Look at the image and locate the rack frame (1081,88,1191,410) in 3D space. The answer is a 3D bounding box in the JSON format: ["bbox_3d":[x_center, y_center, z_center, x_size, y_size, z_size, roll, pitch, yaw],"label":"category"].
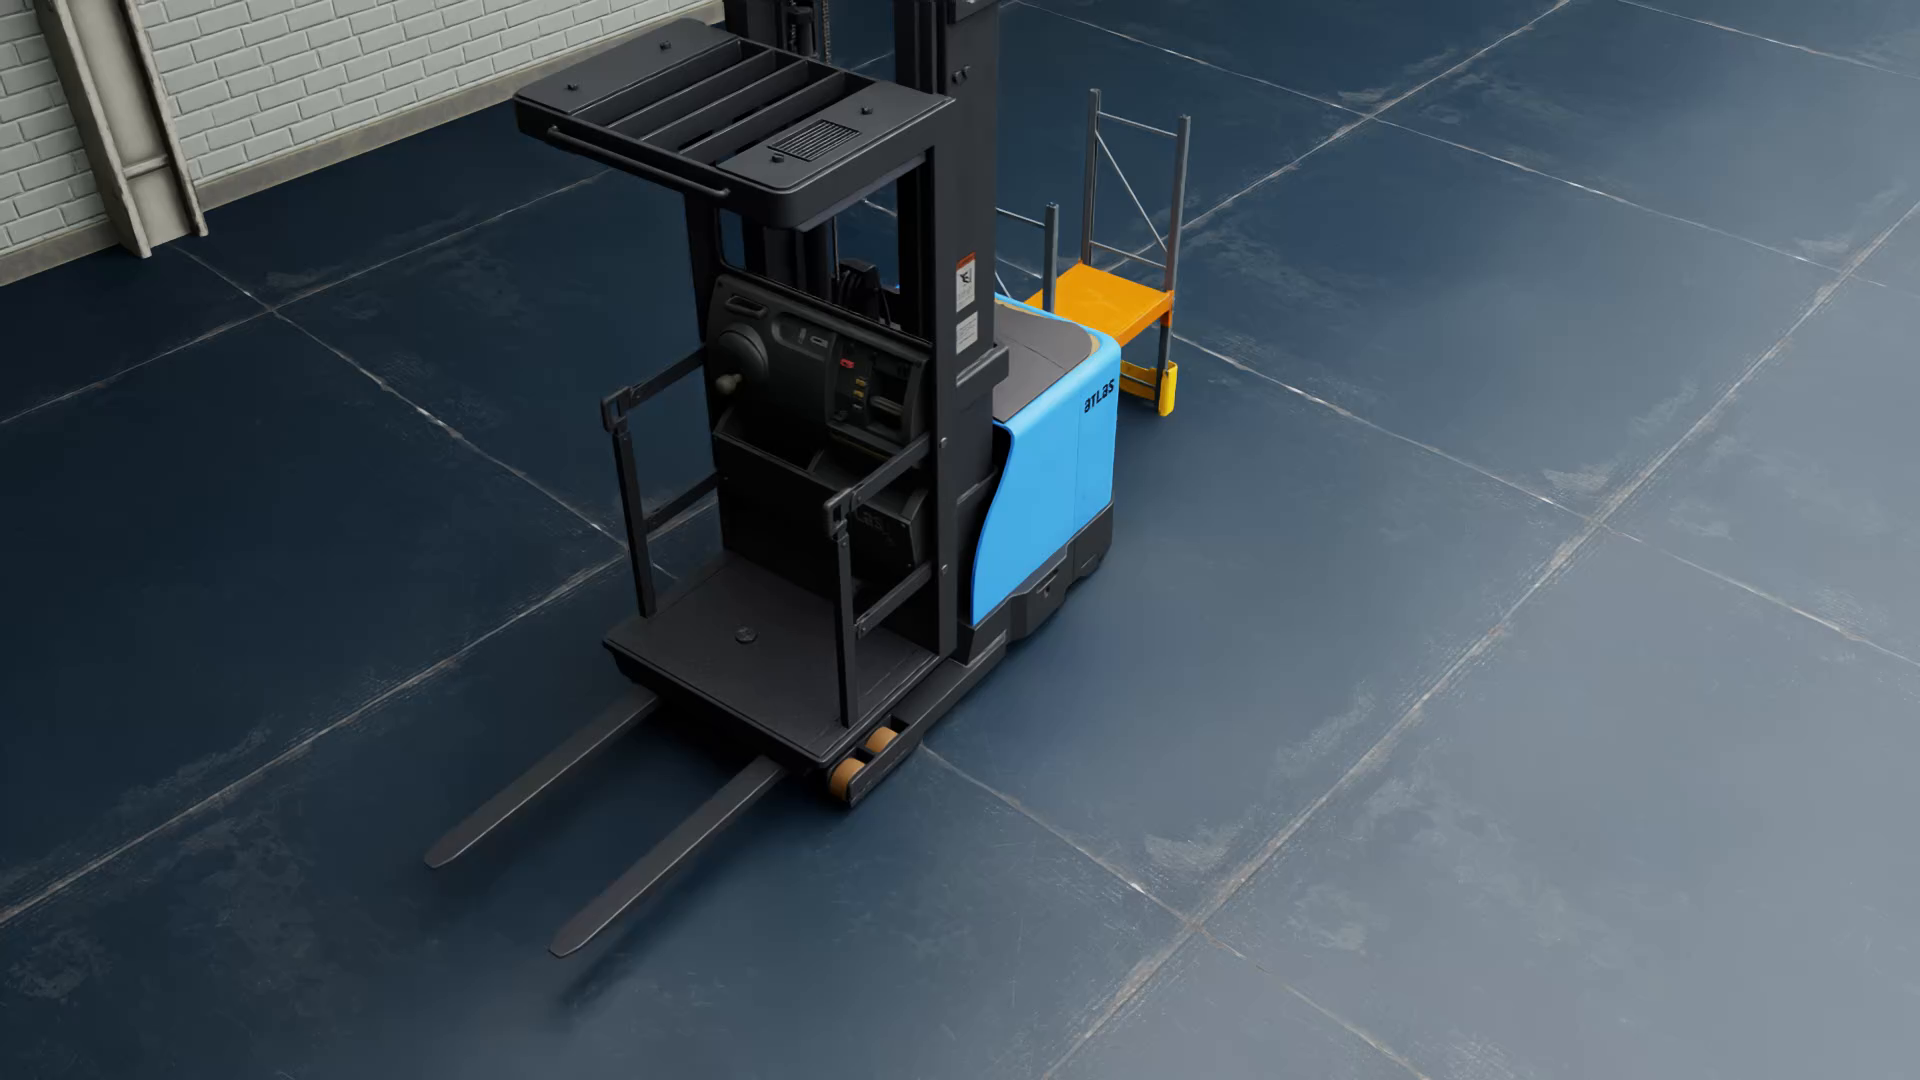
[{"bbox_3d":[0.780,-1.311,7.694,0.500,1.500,0.032,25,45,28],"label":"rack frame"}]

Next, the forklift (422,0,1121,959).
[{"bbox_3d":[-0.629,-0.537,5.570,1.130,2.935,3.031,25,45,28],"label":"forklift"}]

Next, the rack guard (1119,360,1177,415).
[{"bbox_3d":[0.779,-0.821,8.082,0.587,0.250,0.087,25,45,28],"label":"rack guard"}]

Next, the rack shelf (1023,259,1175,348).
[{"bbox_3d":[0.478,-0.916,7.485,0.538,0.185,1.000,25,45,28],"label":"rack shelf"}]

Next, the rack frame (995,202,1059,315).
[{"bbox_3d":[0.176,-0.802,7.053,0.500,1.500,0.032,25,45,28],"label":"rack frame"}]

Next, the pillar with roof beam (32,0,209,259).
[{"bbox_3d":[-1.328,-3.426,4.328,9.100,9.000,0.400,30,47,32],"label":"pillar with roof beam"}]

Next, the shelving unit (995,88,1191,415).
[{"bbox_3d":[0.483,-1.061,7.379,0.587,1.500,1.083,25,45,28],"label":"shelving unit"}]
